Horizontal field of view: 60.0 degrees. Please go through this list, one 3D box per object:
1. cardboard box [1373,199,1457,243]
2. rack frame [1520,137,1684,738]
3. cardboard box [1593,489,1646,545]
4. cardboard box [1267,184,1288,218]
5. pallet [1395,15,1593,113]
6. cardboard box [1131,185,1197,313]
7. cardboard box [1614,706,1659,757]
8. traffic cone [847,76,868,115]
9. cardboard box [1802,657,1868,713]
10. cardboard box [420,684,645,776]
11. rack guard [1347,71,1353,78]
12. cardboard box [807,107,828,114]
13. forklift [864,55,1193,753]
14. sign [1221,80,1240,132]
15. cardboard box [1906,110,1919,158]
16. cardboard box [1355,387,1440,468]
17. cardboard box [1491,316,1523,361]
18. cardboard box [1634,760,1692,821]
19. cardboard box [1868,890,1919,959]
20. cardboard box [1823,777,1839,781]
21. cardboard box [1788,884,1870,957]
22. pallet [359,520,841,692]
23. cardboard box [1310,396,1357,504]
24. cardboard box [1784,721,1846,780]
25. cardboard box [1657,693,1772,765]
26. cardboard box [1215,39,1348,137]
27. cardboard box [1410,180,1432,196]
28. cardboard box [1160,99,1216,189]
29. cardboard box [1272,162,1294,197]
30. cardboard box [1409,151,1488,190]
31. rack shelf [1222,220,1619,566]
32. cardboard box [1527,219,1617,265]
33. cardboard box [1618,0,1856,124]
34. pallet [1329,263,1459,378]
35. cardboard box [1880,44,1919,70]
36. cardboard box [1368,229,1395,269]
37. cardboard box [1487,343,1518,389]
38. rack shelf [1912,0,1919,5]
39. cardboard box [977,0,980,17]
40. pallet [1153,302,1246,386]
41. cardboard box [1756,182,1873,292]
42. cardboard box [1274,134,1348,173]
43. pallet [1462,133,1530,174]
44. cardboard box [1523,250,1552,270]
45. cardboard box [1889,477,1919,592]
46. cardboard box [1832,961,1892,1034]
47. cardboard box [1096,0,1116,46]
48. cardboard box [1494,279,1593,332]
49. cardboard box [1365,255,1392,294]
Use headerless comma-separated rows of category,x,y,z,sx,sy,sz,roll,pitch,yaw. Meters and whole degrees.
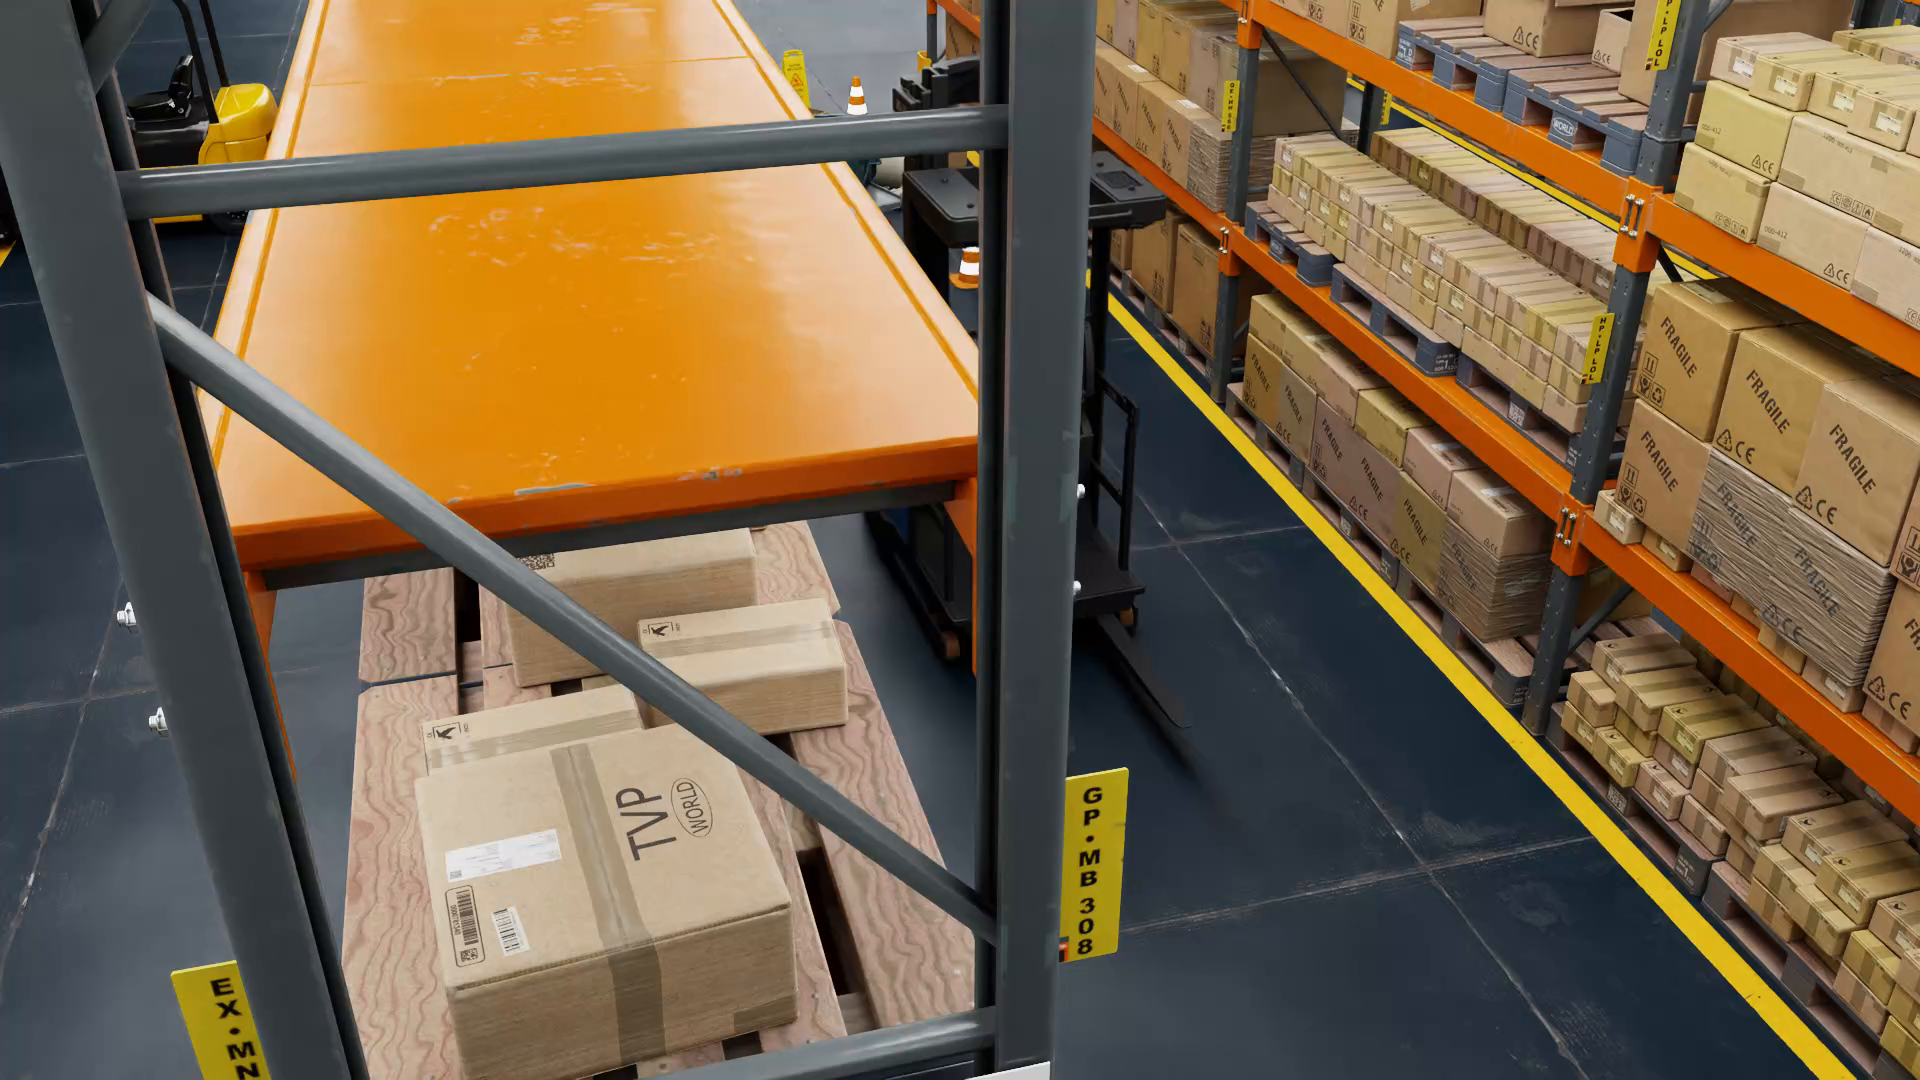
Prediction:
cardboard box,2.546,-1.787,9.313,0.380,0.149,0.250,-7,31,-12
rack frame,3.321,-0.409,7.693,1.000,3.000,0.127,-8,31,-13
cardboard box,3.081,-0.120,7.444,0.380,0.149,0.250,-7,31,-11
cardboard box,2.184,-2.171,10.568,0.380,0.149,0.250,-8,31,-14
pallet,2.982,-2.438,8.393,1.213,0.211,1.003,-8,31,-13
cardboard box,1.949,-2.276,12.746,1.050,0.750,0.750,-7,31,-13
cardboard box,3.263,0.843,7.661,0.380,0.149,0.250,-8,31,-13
traffic cone,-1.092,-4.661,17.572,0.336,0.463,0.334,-8,31,-13
cardboard box,3.477,0.510,6.356,0.380,0.149,0.250,-7,31,-11
cardboard box,-0.757,0.419,3.001,0.380,0.149,0.250,-10,32,-17
rack guard,4.965,-5.696,19.324,1.175,0.500,0.348,-8,31,-13
cardboard box,-1.702,-3.905,16.226,0.637,0.503,0.797,19,35,29
forklift,0.328,-0.849,8.522,1.130,2.935,3.031,-9,31,-16
sign,1.725,-2.766,10.610,0.100,0.325,0.005,-8,31,-13
cardboard box,3.440,-1.355,5.586,0.380,0.149,0.250,-9,31,-15
cardboard box,2.602,-0.663,9.459,0.500,0.250,0.500,-9,31,-15
cardboard box,2.891,-1.024,8.290,0.380,0.149,0.250,-7,31,-11
cardboard box,3.295,1.104,7.506,0.380,0.149,0.250,-8,31,-14
cardboard box,3.700,1.461,6.296,0.380,0.149,0.250,-9,31,-15
cardboard box,3.855,1.015,7.363,0.380,0.149,0.250,-8,31,-13
cardboard box,3.528,1.475,6.568,0.380,0.149,0.250,-8,31,-13
pallet,-0.897,0.023,4.041,1.003,0.211,1.213,-8,31,-13
cardboard box,2.479,-0.575,10.057,0.500,0.500,0.500,-9,31,-15
cardboard box,3.839,0.896,7.271,0.380,0.149,0.250,-7,31,-12
cardboard box,3.344,0.836,7.374,0.380,0.149,0.250,-8,31,-14
cardboard box,2.150,-3.035,11.132,0.700,0.500,0.500,-8,31,-14
cardboard box,2.975,-2.109,10.165,0.380,0.149,0.250,-7,31,-12
cardboard box,1.750,-2.807,11.736,0.500,0.500,0.500,-8,31,-13
cardboard box,2.194,-2.282,10.464,0.380,0.149,0.250,-6,31,-11
cardboard box,2.966,-2.247,10.107,0.380,0.149,0.250,-7,31,-12
rack shelf,2.791,-1.063,9.542,1.077,0.370,4.000,-8,31,-13
cardboard box,3.316,-1.615,9.014,0.380,0.149,0.250,-7,31,-11
cardboard box,3.327,-2.129,7.152,0.700,0.500,0.500,-8,31,-13
pallet,2.825,-1.307,9.436,1.003,0.211,1.213,-8,31,-13
cardboard box,3.748,-1.790,6.337,0.380,0.149,0.250,-7,31,-12
cardboard box,2.538,-1.660,9.390,0.380,0.149,0.250,-8,31,-14
cardboard box,2.891,-0.893,8.361,0.380,0.149,0.250,-8,31,-13
rack shelf,7.599,-2.972,9.845,1.077,0.370,4.000,-8,31,-13
cardboard box,0.654,-5.296,15.986,0.875,0.550,0.500,-8,31,-13
pallet,2.123,-1.524,12.404,1.003,0.211,1.213,-8,31,-13
cardboard box,3.332,-1.142,6.116,0.500,0.250,0.500,-8,31,-14
cardboard box,2.197,-2.420,10.405,0.380,0.149,0.250,-8,31,-13
pallet,5.795,-3.996,16.674,1.003,0.211,1.213,-8,31,-13
cardboard box,3.307,-1.495,9.104,0.380,0.149,0.250,-8,31,-14
cardboard box,3.597,-0.019,5.625,0.500,0.500,0.500,-9,31,-15
cardboard box,3.630,1.732,6.421,0.380,0.149,0.250,-7,31,-12
cardboard box,1.474,-4.261,13.251,0.700,0.500,0.500,-8,31,-14
cardboard box,2.888,-1.162,8.232,0.380,0.149,0.250,-9,31,-15
cardboard box,2.538,-1.530,9.463,0.380,0.149,0.250,-7,31,-13
